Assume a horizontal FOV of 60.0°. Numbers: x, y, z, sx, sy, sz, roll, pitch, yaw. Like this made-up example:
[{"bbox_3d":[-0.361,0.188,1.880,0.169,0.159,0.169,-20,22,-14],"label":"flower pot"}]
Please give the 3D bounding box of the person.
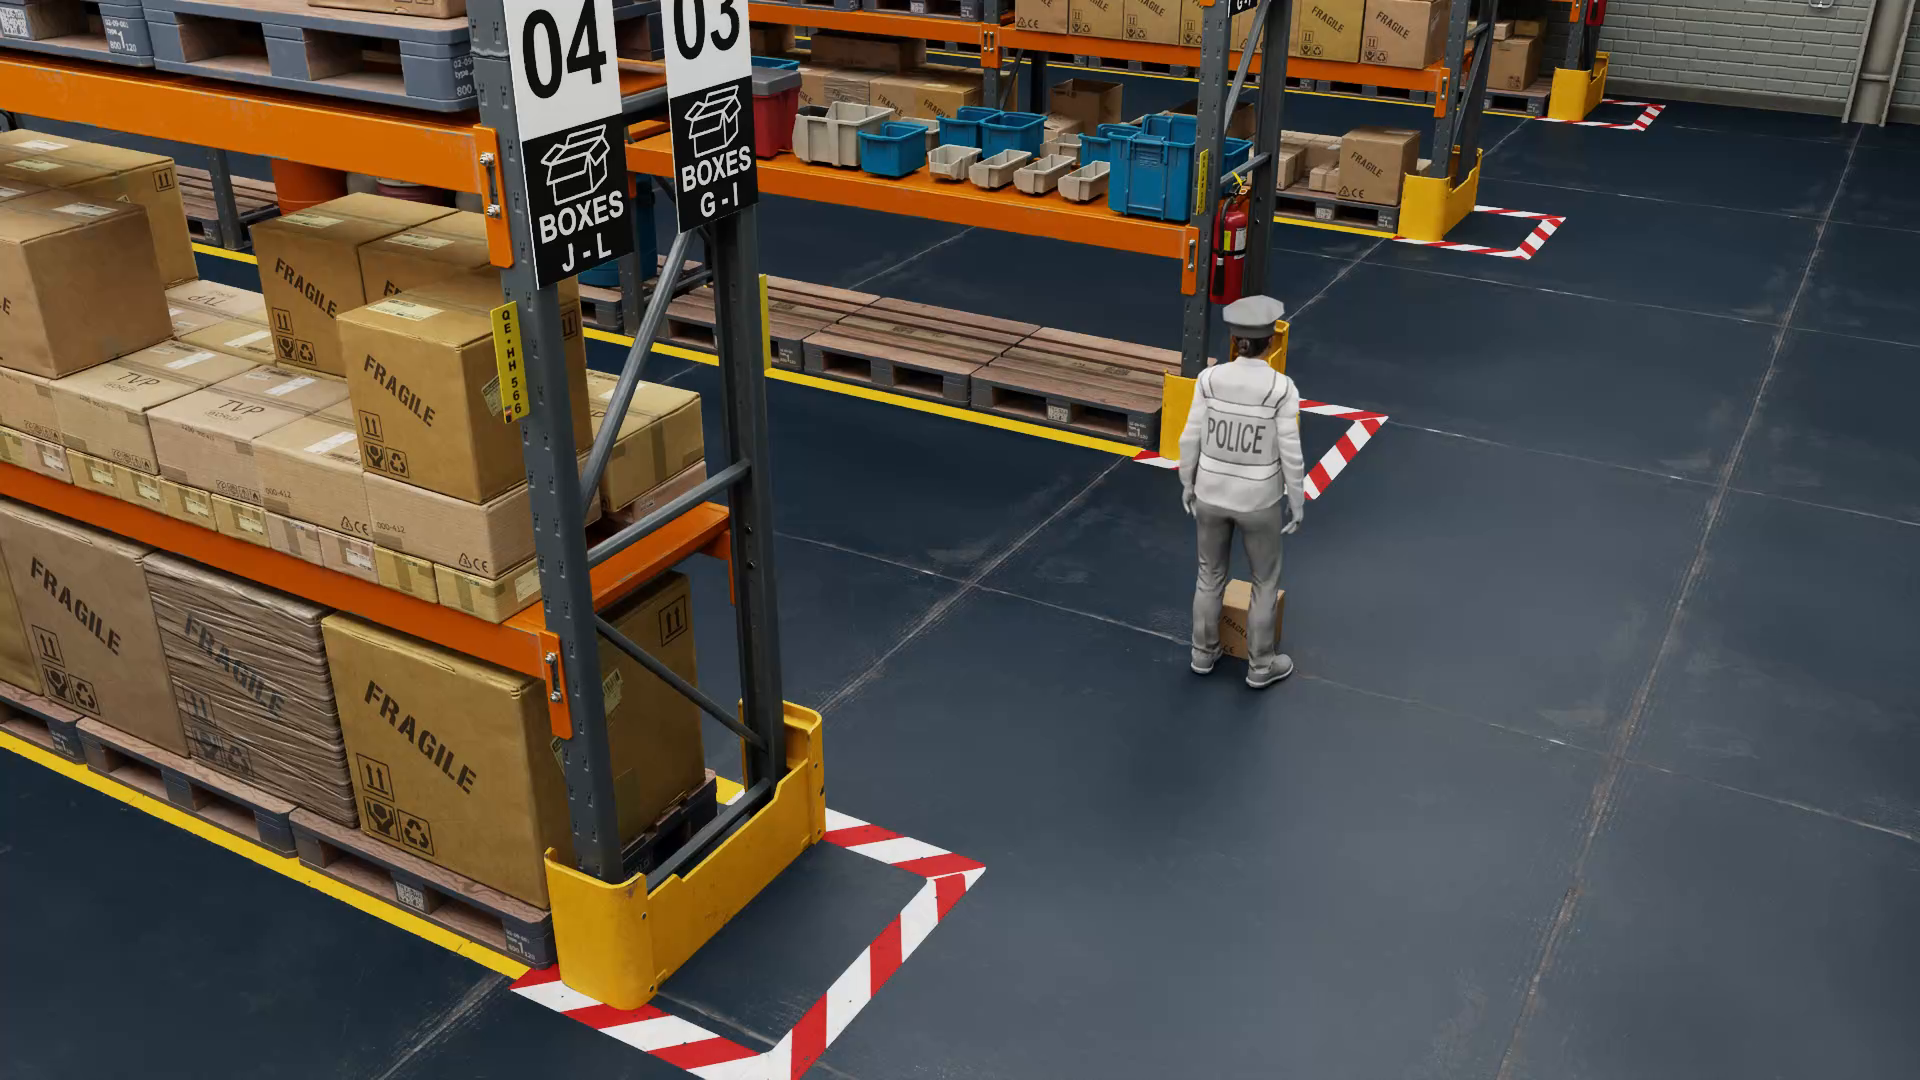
[{"bbox_3d":[1.173,-0.177,6.962,0.542,1.665,0.373,13,30,24],"label":"person"}]
